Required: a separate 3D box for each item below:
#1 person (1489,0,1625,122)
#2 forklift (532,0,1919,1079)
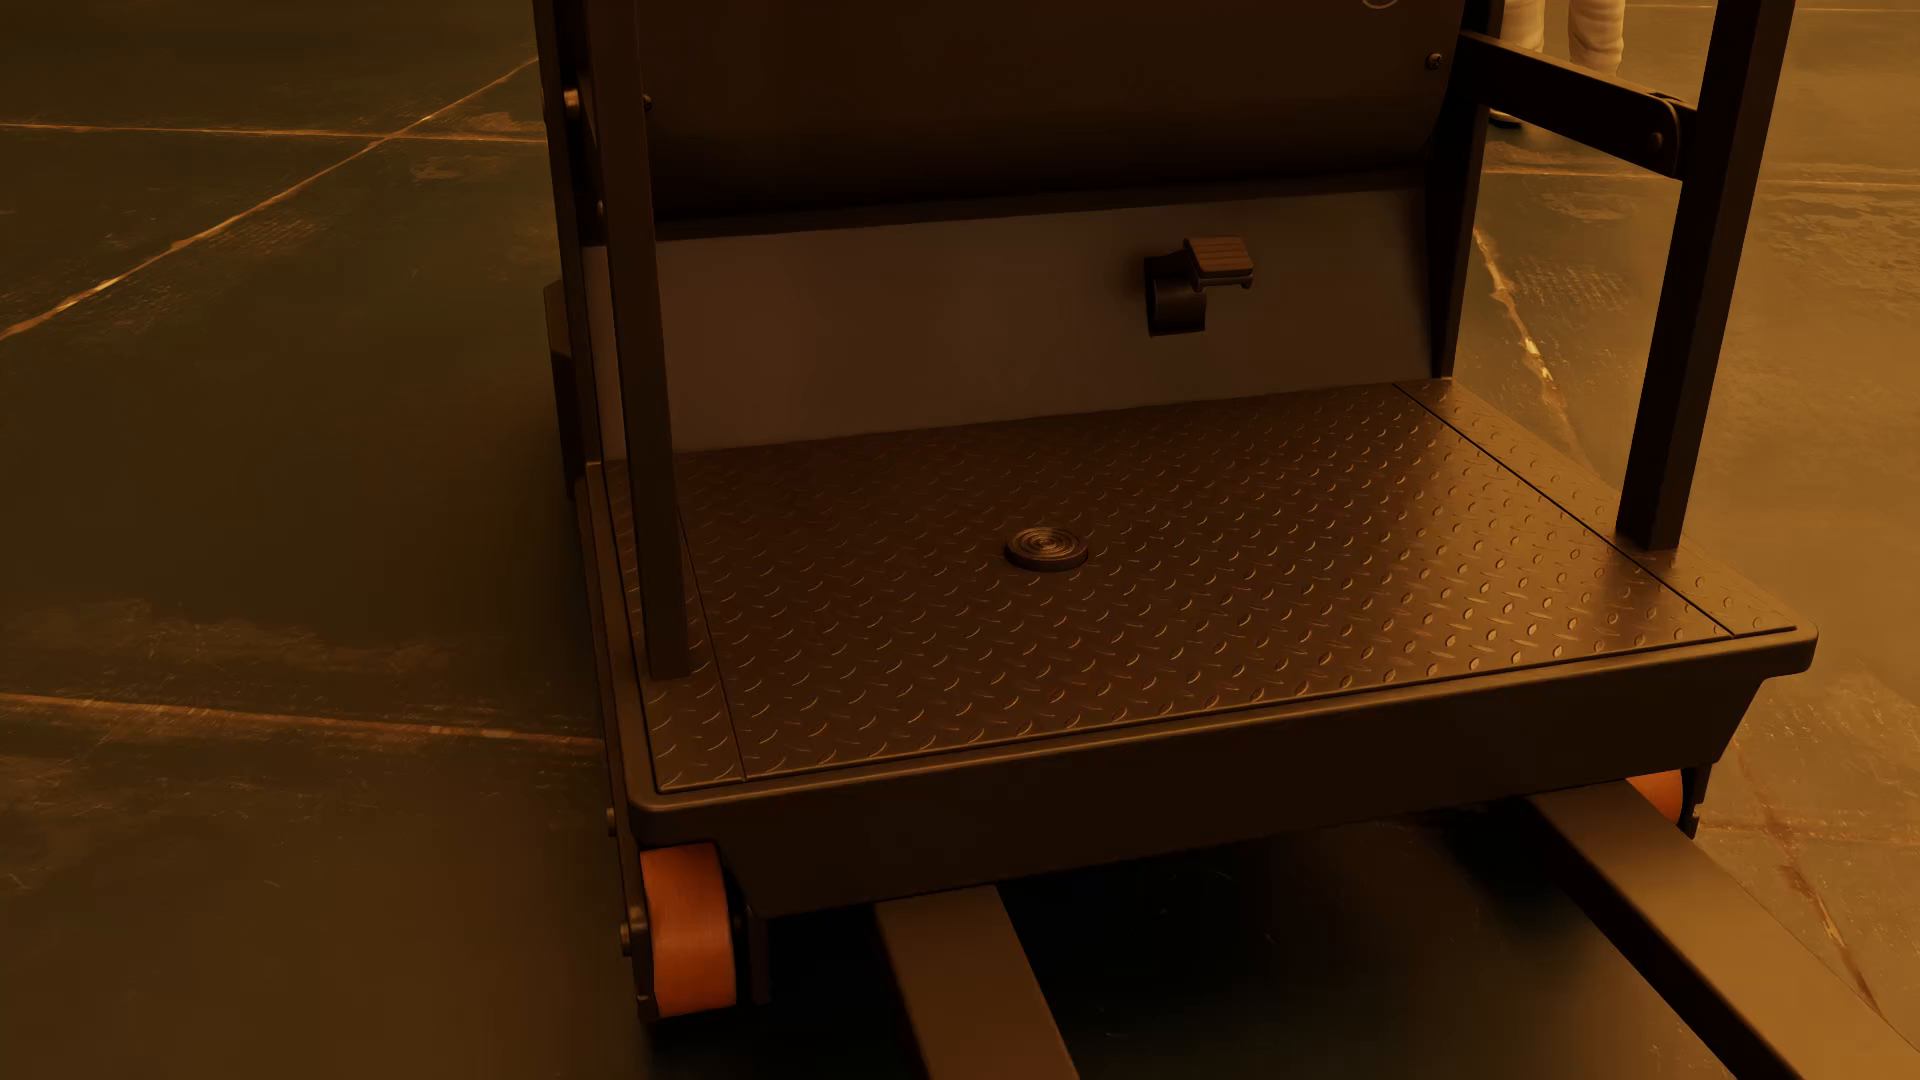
[{"bbox_3d":[1.700,-2.087,4.671,0.640,1.781,0.576,3,27,7],"label":"person"},{"bbox_3d":[0.153,-1.049,1.319,1.130,2.935,3.031,-7,27,-13],"label":"forklift"}]
